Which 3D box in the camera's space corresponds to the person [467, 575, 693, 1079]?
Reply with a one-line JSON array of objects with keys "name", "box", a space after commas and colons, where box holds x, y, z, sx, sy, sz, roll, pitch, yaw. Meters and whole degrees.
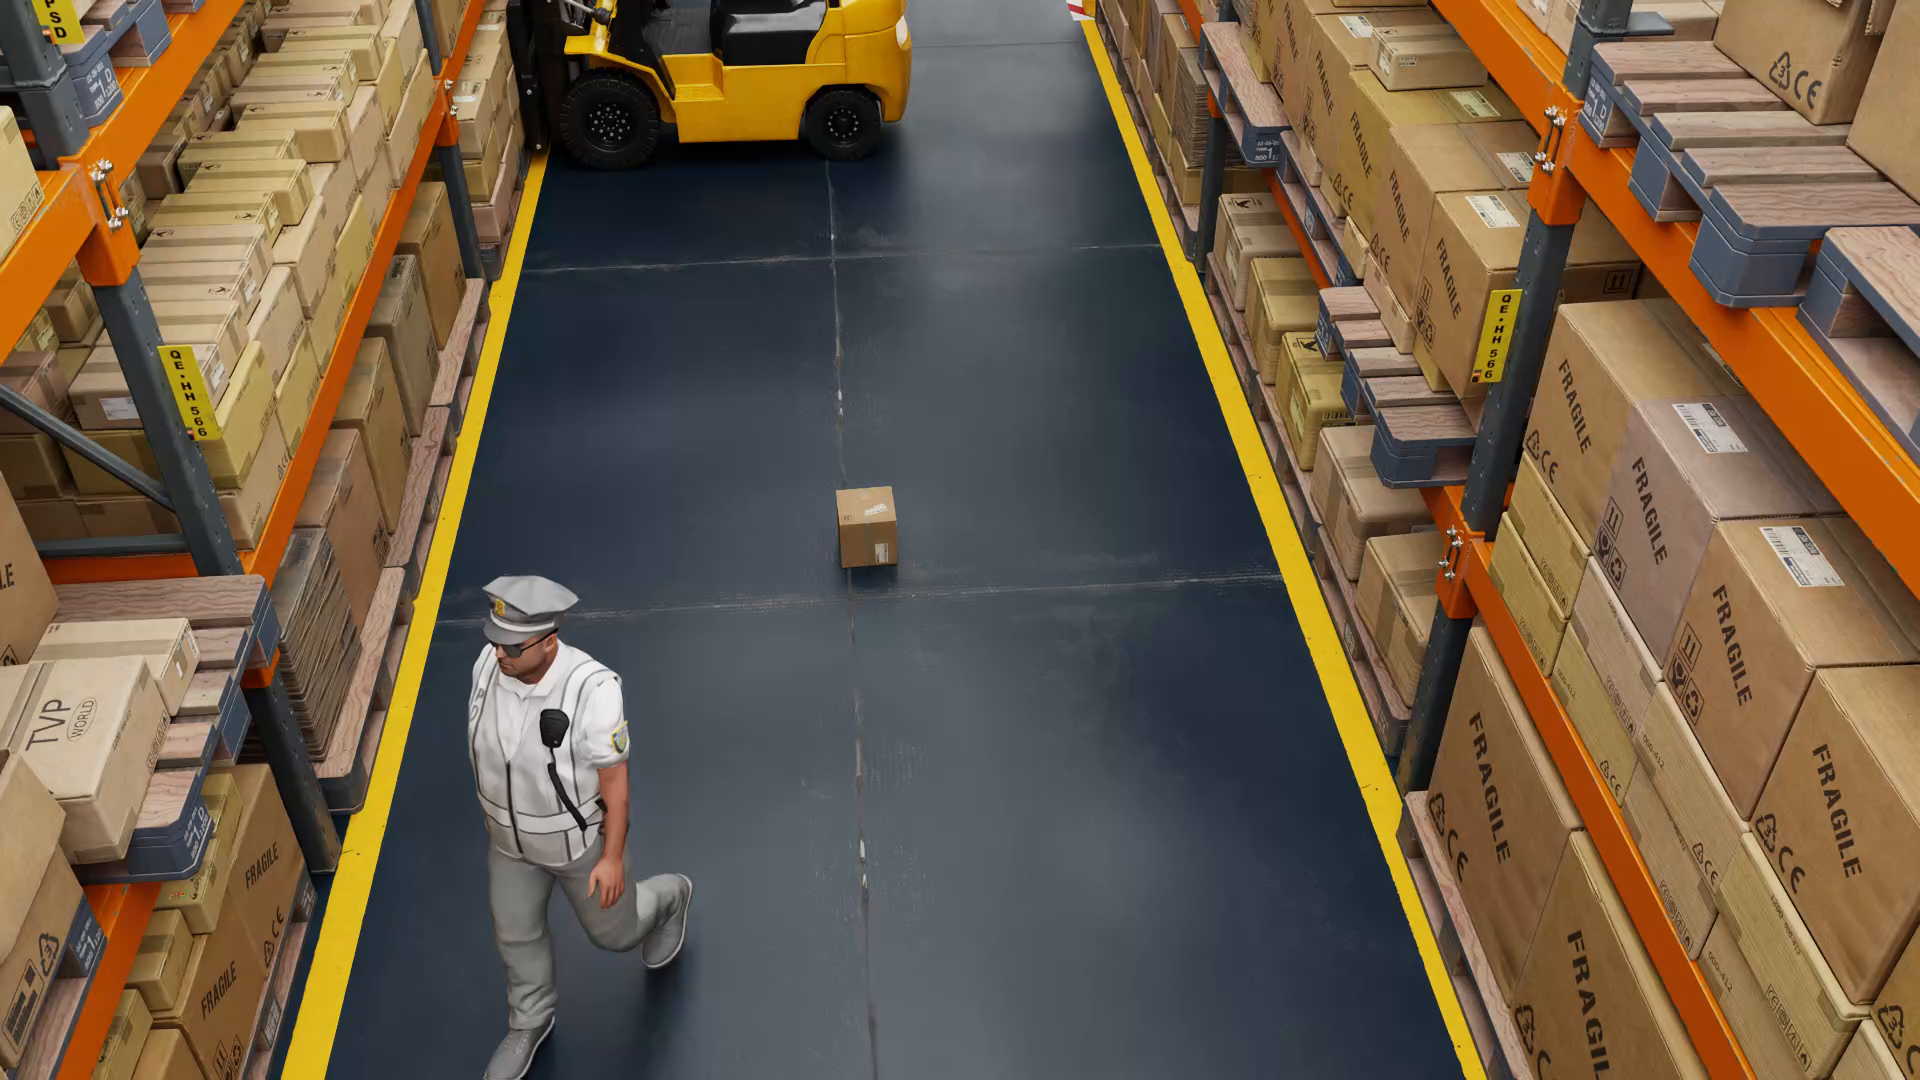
[{"name": "person", "box": [-1.238, 0.864, 5.046, 0.536, 1.741, 0.853, 12, 40, 14]}]
